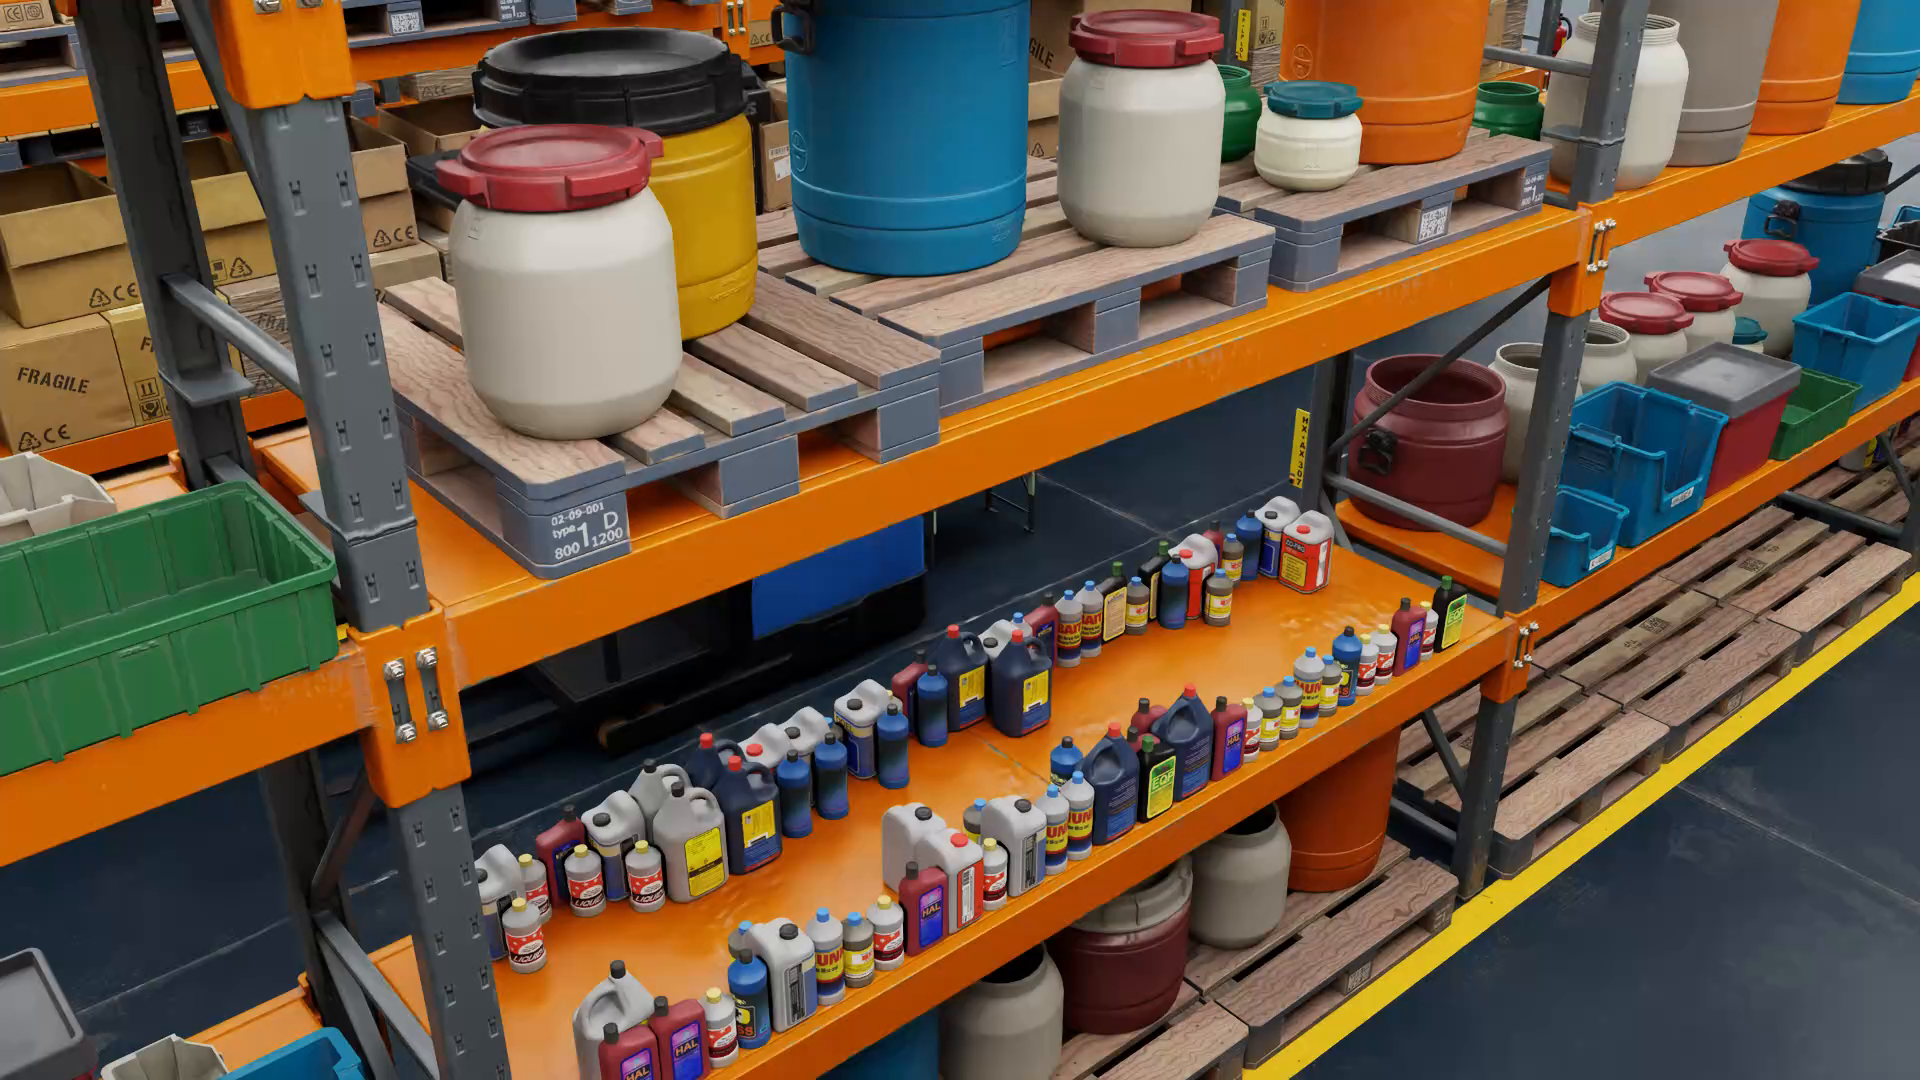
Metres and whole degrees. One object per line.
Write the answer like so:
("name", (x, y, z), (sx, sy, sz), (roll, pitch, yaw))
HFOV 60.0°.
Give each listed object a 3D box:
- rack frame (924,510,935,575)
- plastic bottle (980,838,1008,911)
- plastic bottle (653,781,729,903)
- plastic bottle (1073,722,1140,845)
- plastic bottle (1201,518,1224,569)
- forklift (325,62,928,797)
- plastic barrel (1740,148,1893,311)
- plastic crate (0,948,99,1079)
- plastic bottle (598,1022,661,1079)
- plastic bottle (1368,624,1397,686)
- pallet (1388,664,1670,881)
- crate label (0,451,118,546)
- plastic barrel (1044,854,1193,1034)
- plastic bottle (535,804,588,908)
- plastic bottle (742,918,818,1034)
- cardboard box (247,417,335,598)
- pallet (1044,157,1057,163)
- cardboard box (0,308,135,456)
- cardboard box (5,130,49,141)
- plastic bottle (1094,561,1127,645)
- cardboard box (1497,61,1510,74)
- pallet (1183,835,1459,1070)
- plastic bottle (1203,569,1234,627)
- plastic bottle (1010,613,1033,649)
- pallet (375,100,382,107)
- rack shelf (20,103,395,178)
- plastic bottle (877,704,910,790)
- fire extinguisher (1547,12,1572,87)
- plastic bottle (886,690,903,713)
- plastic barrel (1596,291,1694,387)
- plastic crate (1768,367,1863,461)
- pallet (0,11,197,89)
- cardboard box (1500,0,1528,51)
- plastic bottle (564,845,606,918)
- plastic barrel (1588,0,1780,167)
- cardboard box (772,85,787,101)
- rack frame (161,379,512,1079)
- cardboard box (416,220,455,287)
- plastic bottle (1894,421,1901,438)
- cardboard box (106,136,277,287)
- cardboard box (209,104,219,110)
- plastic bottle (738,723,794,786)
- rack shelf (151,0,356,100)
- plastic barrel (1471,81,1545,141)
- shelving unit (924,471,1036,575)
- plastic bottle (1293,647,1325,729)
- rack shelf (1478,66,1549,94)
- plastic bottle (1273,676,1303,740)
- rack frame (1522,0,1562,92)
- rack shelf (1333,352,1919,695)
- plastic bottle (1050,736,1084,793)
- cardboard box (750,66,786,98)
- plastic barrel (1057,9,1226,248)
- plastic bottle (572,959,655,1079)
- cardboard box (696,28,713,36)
("rack frame", (-0.273, -0.552, 8.691), (0.023, 1.500, 0.400), (-22, 35, -35))
("plastic bottle", (0.082, 0.911, 4.574), (0.097, 0.201, 0.097), (0, 28, 0))
("plastic bottle", (-0.748, 0.812, 4.600), (0.185, 0.351, 0.144), (-22, 35, -35))
("plastic bottle", (0.424, 0.693, 4.824), (0.185, 0.351, 0.144), (-22, 35, -35))
("plastic bottle", (0.896, 0.066, 6.069), (0.133, 0.283, 0.061), (-22, 35, -35))
("forklift", (-1.629, -0.615, 7.292), (3.031, 2.935, 1.130), (-21, 34, -34))
("plastic barrel", (4.267, -1.522, 8.383), (0.708, 0.901, 0.600), (-22, 35, -35))
("plastic crate", (-2.170, 1.266, 3.568), (0.583, 0.464, 0.402), (-22, 35, -35))
("plastic bottle", (-0.772, 1.229, 3.891), (0.133, 0.283, 0.061), (-22, 35, -35))
("plastic bottle", (1.409, 0.377, 5.573), (0.097, 0.201, 0.097), (0, 28, 0))
("pallet", (2.329, 0.920, 7.304), (1.213, 0.211, 1.003), (-22, 35, -35))
("crate label", (-1.888, -0.024, 3.209), (0.466, 0.136, 0.293), (-22, 35, -35))
("plastic barrel", (0.495, 1.293, 5.761), (0.708, 0.588, 0.600), (-22, 35, -35))
("plastic bottle", (-1.092, 0.865, 4.573), (0.133, 0.283, 0.061), (-22, 35, -35))
("plastic bottle", (-0.450, 1.075, 4.188), (0.135, 0.276, 0.152), (-22, 35, -35))
("cardboard box", (-3.390, -0.364, 8.557), (0.875, 0.875, 1.225), (-23, 36, -37))
("pallet", (-0.021, -2.398, 10.759), (1.213, 0.211, 1.003), (-22, 35, -35))
("cardboard box", (-4.031, -0.734, 7.335), (0.500, 0.500, 0.500), (-22, 35, -35))
("cardboard box", (-6.302, -2.795, 11.118), (0.250, 0.149, 0.380), (-24, 36, -37))
("plastic bottle", (0.517, 0.218, 5.783), (0.133, 0.283, 0.061), (-22, 35, -35))
("cardboard box", (4.313, -3.962, 13.747), (0.250, 0.149, 0.380), (-22, 35, -35))
("pallet", (1.142, 1.399, 6.408), (1.213, 0.211, 1.003), (-22, 35, -35))
("plastic bottle", (0.919, 0.198, 5.908), (0.097, 0.201, 0.097), (0, 28, 0))
("plastic bottle", (0.191, 0.366, 5.520), (0.097, 0.271, 0.097), (0, 28, 0))
("pallet", (-6.409, -4.796, 18.000), (1.213, 0.211, 1.003), (-22, 35, -35))
("rack shelf", (-6.164, -2.743, 11.963), (4.000, 0.370, 1.077), (-22, 35, -35))
("plastic bottle", (-0.203, 0.618, 5.047), (0.097, 0.271, 0.097), (0, 28, 0))
("fire extinguisher", (4.972, -4.146, 13.907), (0.183, 0.674, 0.296), (-22, 35, -35))
("plastic bottle", (-0.227, 0.565, 5.221), (0.097, 0.201, 0.097), (0, 28, 0))
("plastic barrel", (3.000, -0.799, 7.419), (0.433, 0.535, 0.433), (0, 28, 0))
("plastic crate", (3.616, -0.583, 7.383), (0.662, 0.188, 0.450), (-22, 35, -35))
("pallet", (-3.877, -2.176, 7.159), (1.217, 0.209, 0.805), (-24, 36, -37))
("cardboard box", (4.150, -4.327, 13.742), (0.500, 0.500, 0.875), (-22, 35, -35))
("plastic bottle", (-1.027, 0.924, 4.549), (0.097, 0.201, 0.097), (0, 28, 0))
("plastic barrel", (2.480, -1.804, 5.729), (0.600, 0.901, 0.600), (0, 28, 0))
("cardboard box", (-0.755, -2.478, 10.153), (0.500, 0.500, 0.700), (-16, 32, -28))
("rack frame", (-1.328, 1.137, 3.940), (0.127, 3.000, 1.000), (-22, 35, -35))
("cardboard box", (-2.491, -1.356, 8.500), (0.500, 0.500, 0.500), (-23, 36, -36))
("plastic bottle", (5.538, -0.735, 9.859), (0.133, 0.283, 0.061), (-22, 35, -35))
("cardboard box", (-3.533, -1.530, 7.759), (0.637, 0.503, 0.797), (-21, 35, -34))
("cardboard box", (-5.297, -3.202, 11.879), (0.250, 0.149, 0.380), (-22, 35, -36))
("plastic bottle", (-0.577, 0.689, 4.909), (0.135, 0.276, 0.152), (-22, 35, -35))
("rack shelf", (0.193, -1.627, 3.935), (4.000, 0.370, 1.077), (-22, 35, -35))
("plastic barrel", (1.869, -1.435, 5.735), (0.294, 0.245, 0.294), (0, 28, 0))
("shelving unit", (0.005, -0.664, 8.900), (0.755, 1.500, 0.431), (-22, 35, -35))
("plastic bottle", (1.113, 0.465, 5.333), (0.097, 0.271, 0.097), (0, 28, 0))
("rack shelf", (3.065, -3.381, 13.157), (4.000, 0.370, 1.077), (-22, 35, -35))
("plastic bottle", (1.038, 0.526, 5.294), (0.097, 0.201, 0.097), (0, 28, 0))
("rack frame", (4.586, -4.310, 14.132), (0.127, 3.000, 1.000), (-22, 35, -35))
("rack shelf", (3.236, -0.381, 7.544), (4.000, 0.370, 1.077), (-22, 35, -35))
("plastic bottle", (0.313, 0.698, 4.898), (0.097, 0.271, 0.097), (0, 28, 0))
("cardboard box", (-2.013, -3.866, 15.244), (0.750, 0.750, 1.050), (-22, 35, -35))
("plastic barrel", (0.464, -1.058, 4.276), (0.433, 0.535, 0.433), (0, 28, 0))
("plastic bottle", (-0.819, 1.155, 3.959), (0.185, 0.351, 0.144), (-22, 35, -35))
("cardboard box", (-2.207, -4.530, 14.437), (0.500, 0.500, 0.500), (-22, 35, -35))
